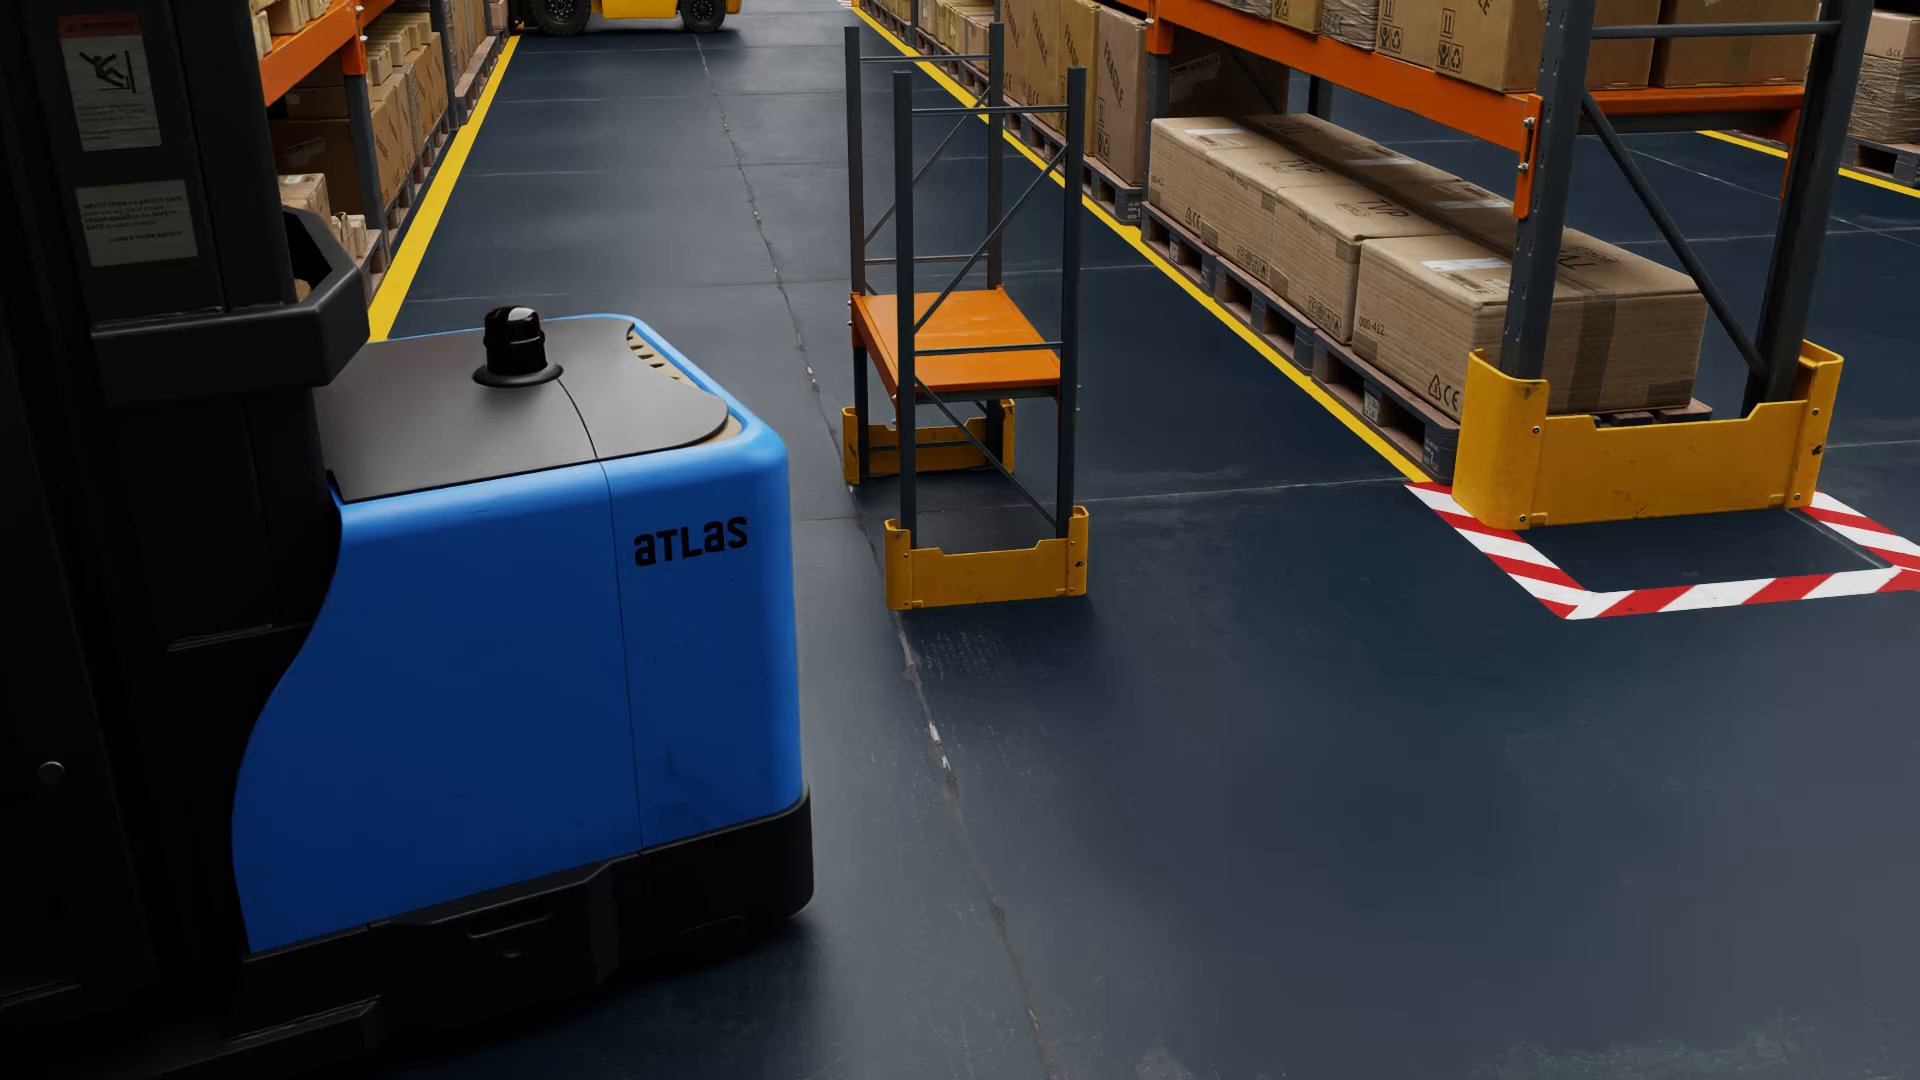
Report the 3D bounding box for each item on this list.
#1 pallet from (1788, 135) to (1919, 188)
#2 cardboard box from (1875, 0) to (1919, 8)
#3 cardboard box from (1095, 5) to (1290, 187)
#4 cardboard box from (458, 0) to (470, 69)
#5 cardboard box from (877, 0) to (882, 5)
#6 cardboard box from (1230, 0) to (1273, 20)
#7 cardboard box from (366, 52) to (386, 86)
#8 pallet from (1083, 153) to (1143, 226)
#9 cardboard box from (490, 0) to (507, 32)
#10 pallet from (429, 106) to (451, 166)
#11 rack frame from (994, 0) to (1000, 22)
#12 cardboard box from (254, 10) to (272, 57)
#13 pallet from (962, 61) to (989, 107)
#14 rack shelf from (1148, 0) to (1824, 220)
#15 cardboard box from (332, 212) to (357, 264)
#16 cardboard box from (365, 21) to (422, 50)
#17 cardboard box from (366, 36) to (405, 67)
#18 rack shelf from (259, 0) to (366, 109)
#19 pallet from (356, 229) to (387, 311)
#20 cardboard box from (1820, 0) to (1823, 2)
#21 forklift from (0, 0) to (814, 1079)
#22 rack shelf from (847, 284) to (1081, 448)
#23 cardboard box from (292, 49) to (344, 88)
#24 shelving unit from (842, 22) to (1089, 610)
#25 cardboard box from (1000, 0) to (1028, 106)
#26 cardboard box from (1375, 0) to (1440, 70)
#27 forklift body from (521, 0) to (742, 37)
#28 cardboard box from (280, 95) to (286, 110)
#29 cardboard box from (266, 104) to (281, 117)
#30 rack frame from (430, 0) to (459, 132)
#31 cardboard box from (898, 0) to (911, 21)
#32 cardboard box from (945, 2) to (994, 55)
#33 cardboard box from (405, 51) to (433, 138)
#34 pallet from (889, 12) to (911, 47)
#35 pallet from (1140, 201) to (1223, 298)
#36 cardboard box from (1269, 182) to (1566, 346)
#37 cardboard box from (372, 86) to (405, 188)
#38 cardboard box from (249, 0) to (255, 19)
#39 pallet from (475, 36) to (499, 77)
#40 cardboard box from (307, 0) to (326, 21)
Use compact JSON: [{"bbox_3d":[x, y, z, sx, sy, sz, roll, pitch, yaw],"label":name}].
[{"bbox_3d":[6.199,-2.528,10.774,1.003,0.211,1.213,-4,24,-10],"label":"pallet"},{"bbox_3d":[6.367,-3.410,10.971,0.500,0.250,0.500,-4,24,-8],"label":"cardboard box"},{"bbox_3d":[1.305,-2.550,9.471,0.875,0.875,0.875,-4,24,-8],"label":"cardboard box"},{"bbox_3d":[-4.473,-4.170,13.492,0.875,0.625,0.625,-5,24,-12],"label":"cardboard box"},{"bbox_3d":[-0.643,-5.993,18.135,0.500,0.250,0.500,-3,24,-6],"label":"cardboard box"},{"bbox_3d":[1.503,-2.541,7.195,0.500,0.500,0.500,-4,24,-9],"label":"cardboard box"},{"bbox_3d":[-3.443,-2.641,9.337,0.380,0.149,0.250,-4,24,-10],"label":"cardboard box"},{"bbox_3d":[1.282,-2.114,9.826,1.003,0.211,1.213,-4,24,-10],"label":"pallet"},{"bbox_3d":[-4.622,-5.019,15.904,0.500,0.250,0.500,-4,24,-9],"label":"cardboard box"},{"bbox_3d":[-4.017,-2.724,11.223,1.003,0.211,1.213,-4,24,-10],"label":"pallet"},{"bbox_3d":[0.759,-4.667,12.188,1.000,3.000,0.127,-4,24,-10],"label":"rack frame"},{"bbox_3d":[-2.688,-1.798,5.933,0.380,0.149,0.250,-4,24,-9],"label":"cardboard box"},{"bbox_3d":[0.616,-3.696,13.450,1.003,0.211,1.213,-4,24,-10],"label":"pallet"},{"bbox_3d":[1.869,-1.977,6.928,1.077,0.370,4.000,-4,24,-10],"label":"rack shelf"},{"bbox_3d":[-2.921,-1.326,7.430,0.396,0.266,0.258,-3,24,-8],"label":"cardboard box"},{"bbox_3d":[-3.692,-3.255,10.743,0.380,0.149,0.250,-5,24,-12],"label":"cardboard box"},{"bbox_3d":[-3.560,-2.943,10.029,0.380,0.149,0.250,-5,24,-12],"label":"cardboard box"},{"bbox_3d":[-3.009,-1.608,6.084,1.077,0.370,4.000,-4,24,-10],"label":"rack shelf"},{"bbox_3d":[-3.253,-1.176,7.680,1.003,0.211,1.213,-4,24,-10],"label":"pallet"},{"bbox_3d":[5.765,-3.574,11.348,0.500,0.250,0.500,-5,24,-12],"label":"cardboard box"},{"bbox_3d":[-1.851,-0.448,2.614,3.031,2.935,1.130,-12,26,-25],"label":"forklift"},{"bbox_3d":[-0.016,-0.556,5.099,0.538,0.185,1.000,-4,24,-10],"label":"rack shelf"},{"bbox_3d":[-3.243,-2.361,8.326,0.380,0.149,0.250,-5,24,-11],"label":"cardboard box"},{"bbox_3d":[-0.014,-0.717,5.018,0.587,1.500,1.083,-4,24,-10],"label":"shelving unit"},{"bbox_3d":[0.805,-3.608,11.893,0.875,0.875,0.875,-5,24,-10],"label":"cardboard box"},{"bbox_3d":[1.811,-1.935,5.807,0.500,0.500,0.500,-5,24,-11],"label":"cardboard box"},{"bbox_3d":[-3.454,-6.445,17.319,2.313,2.155,1.214,-4,24,-10],"label":"forklift body"},{"bbox_3d":[-3.311,-2.333,8.632,0.380,0.149,0.250,-5,24,-11],"label":"cardboard box"},{"bbox_3d":[-3.760,-1.943,8.549,0.500,0.500,0.500,-4,24,-10],"label":"cardboard box"},{"bbox_3d":[-4.118,-4.298,11.343,1.000,3.000,0.127,-4,24,-10],"label":"rack frame"},{"bbox_3d":[-0.354,-5.385,16.743,0.500,0.250,0.500,-3,24,-7],"label":"cardboard box"},{"bbox_3d":[0.385,-4.466,14.487,0.950,0.372,0.625,-4,24,-8],"label":"cardboard box"},{"bbox_3d":[-3.647,-2.791,10.492,0.500,0.500,0.500,-3,24,-7],"label":"cardboard box"},{"bbox_3d":[-0.140,-5.224,16.947,1.003,0.211,1.213,-4,24,-10],"label":"pallet"},{"bbox_3d":[1.562,-1.511,8.445,1.003,0.211,1.213,-4,24,-10],"label":"pallet"},{"bbox_3d":[1.841,-1.150,6.812,0.875,0.438,0.875,-4,24,-8],"label":"cardboard box"},{"bbox_3d":[-3.355,-2.187,9.109,0.500,0.500,0.500,-5,24,-10],"label":"cardboard box"},{"bbox_3d":[-2.649,-1.815,5.473,0.500,0.250,0.500,-5,24,-11],"label":"cardboard box"},{"bbox_3d":[-4.683,-4.307,14.847,1.003,0.211,1.213,-4,24,-10],"label":"pallet"},{"bbox_3d":[-2.930,-2.302,7.086,0.380,0.149,0.250,-4,24,-8],"label":"cardboard box"}]
